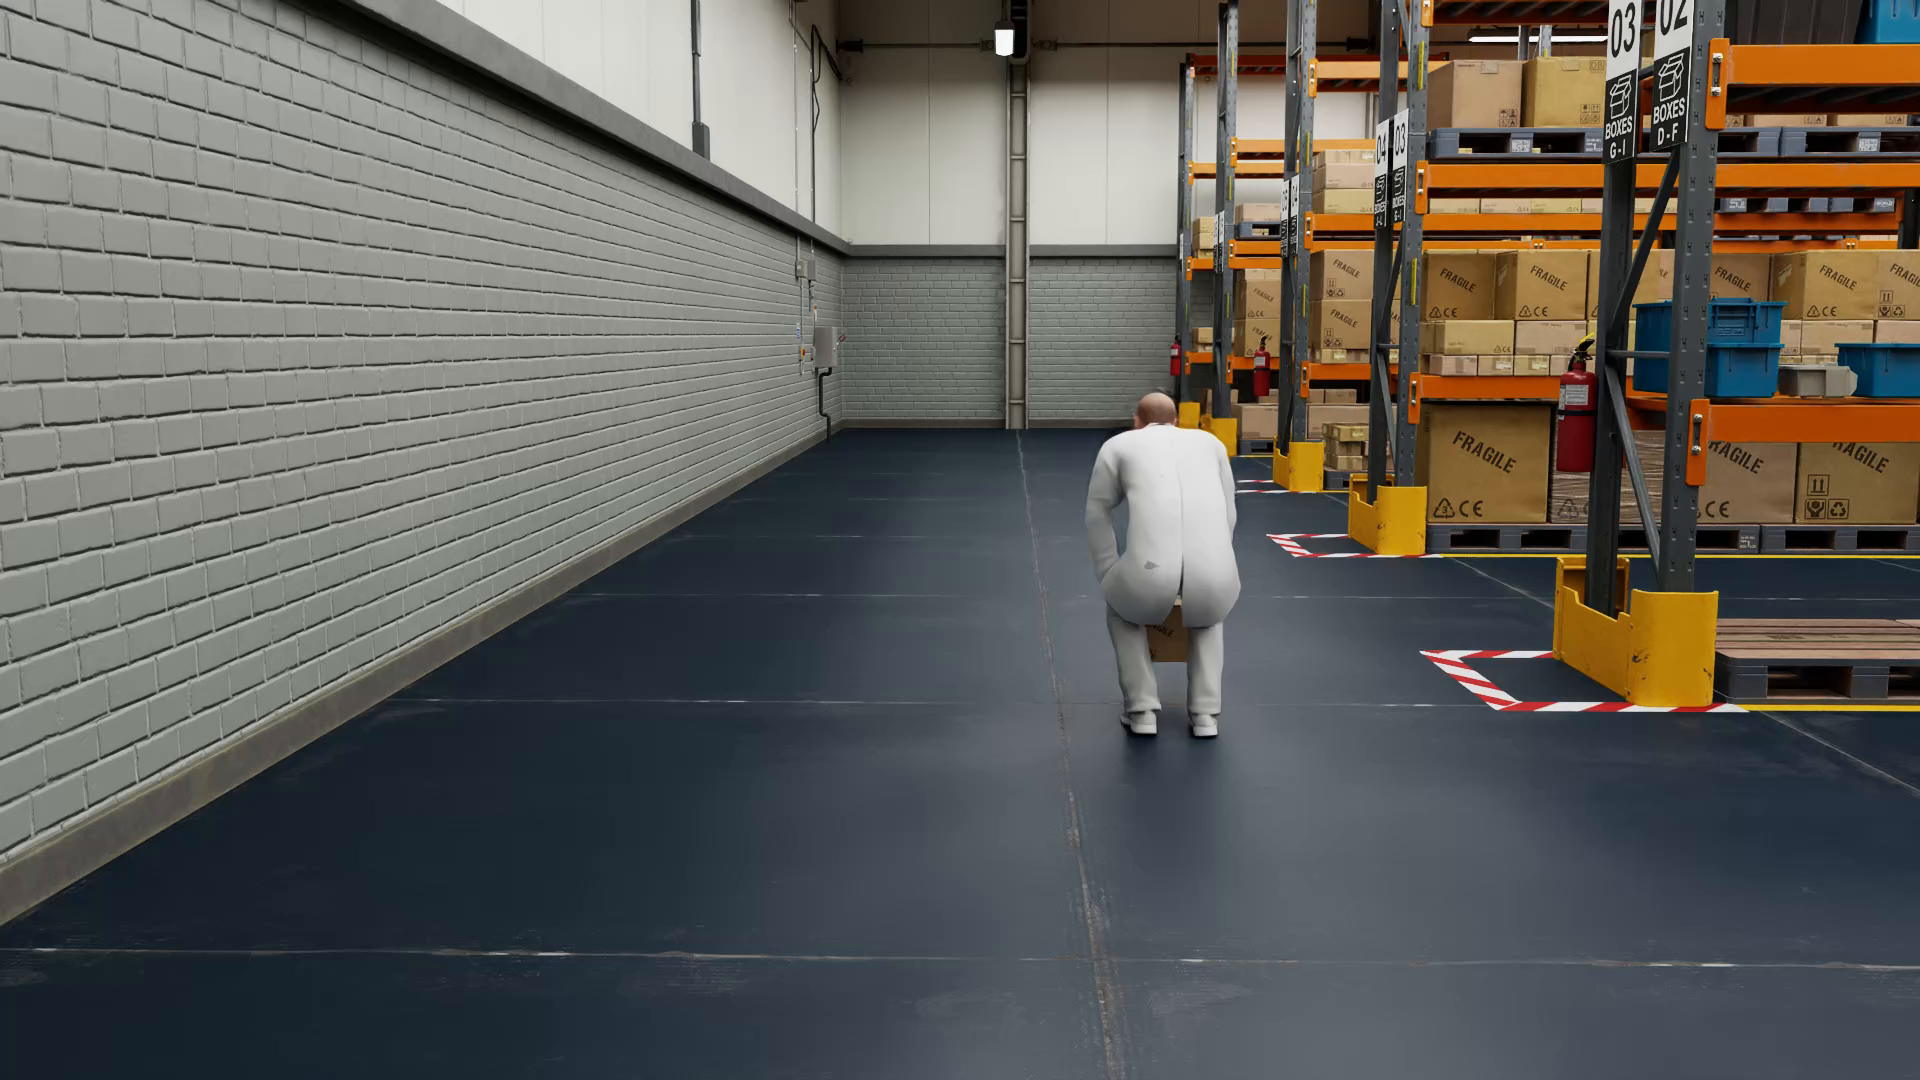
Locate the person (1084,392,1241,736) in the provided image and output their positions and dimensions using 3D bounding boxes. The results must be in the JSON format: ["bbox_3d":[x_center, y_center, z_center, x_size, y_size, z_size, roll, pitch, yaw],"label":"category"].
[{"bbox_3d":[0.828,0.092,6.771,0.633,1.365,0.749,0,7,1],"label":"person"}]
